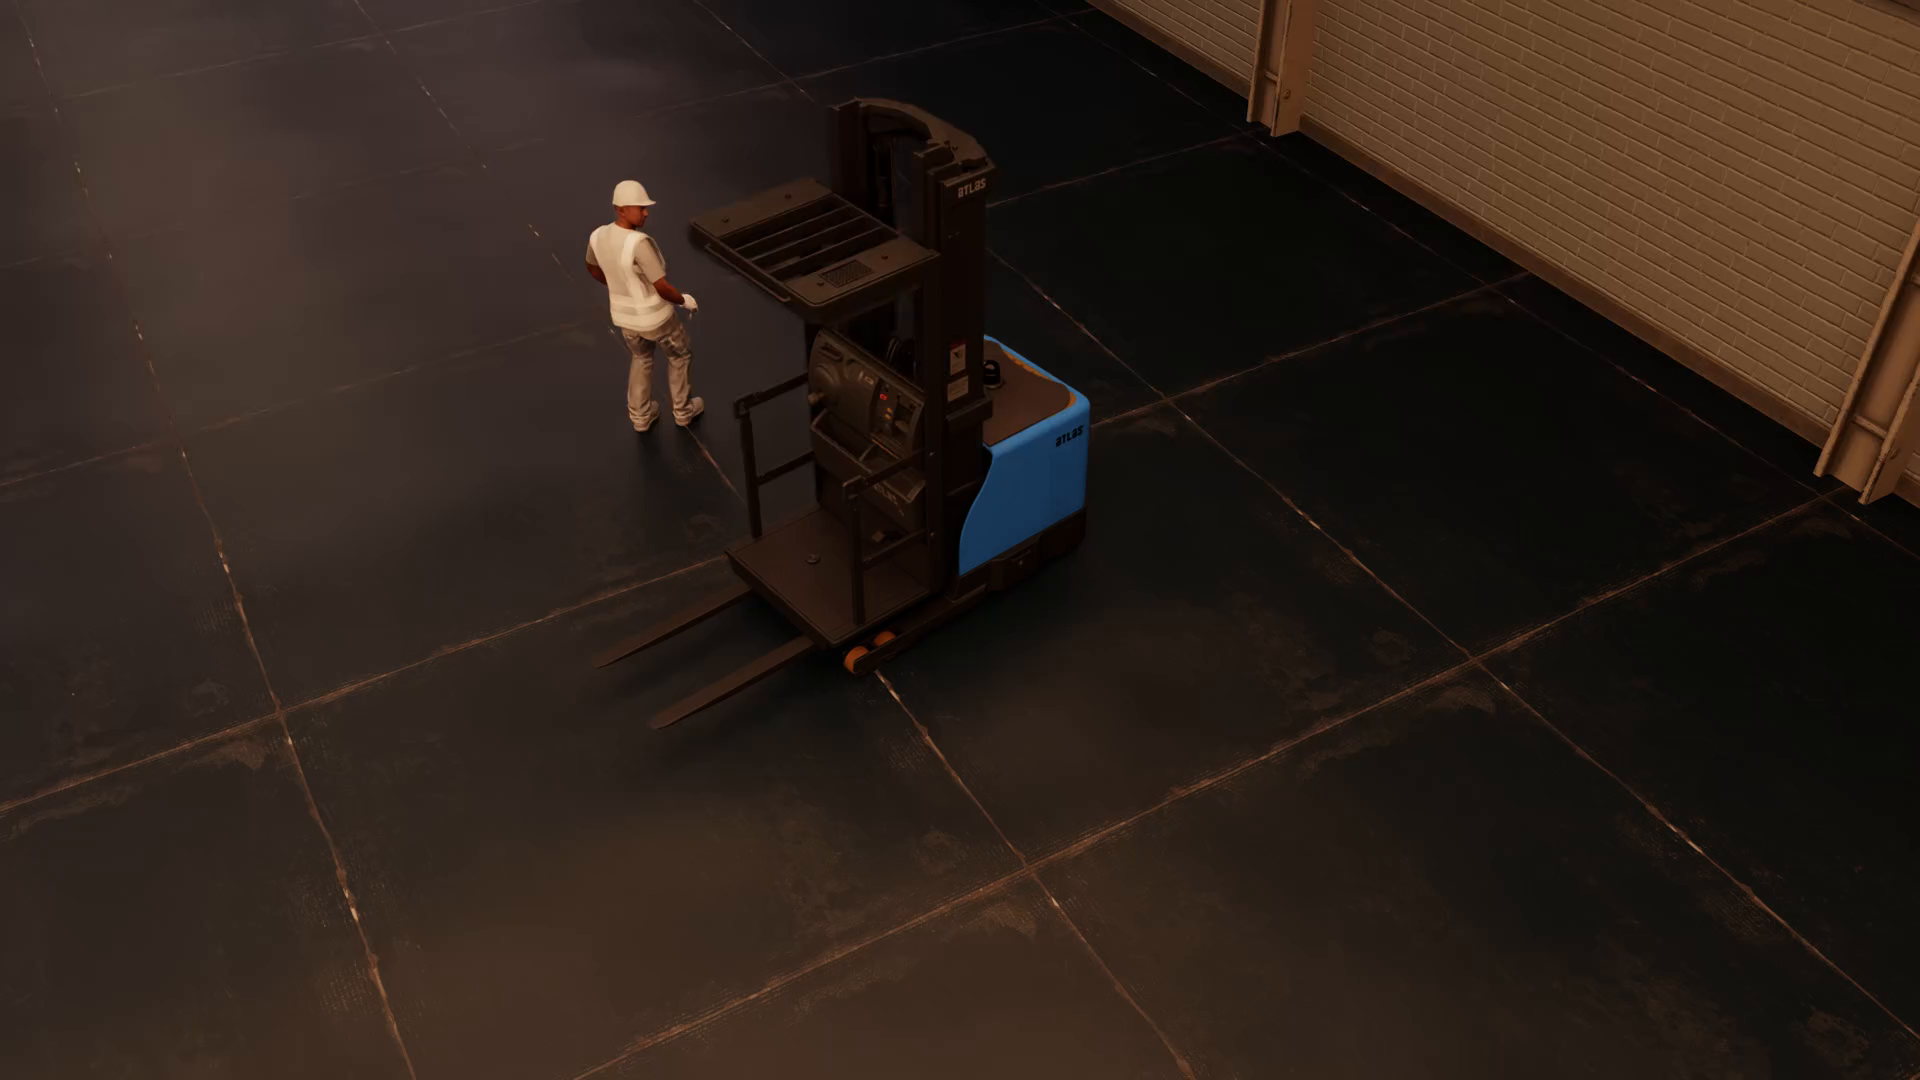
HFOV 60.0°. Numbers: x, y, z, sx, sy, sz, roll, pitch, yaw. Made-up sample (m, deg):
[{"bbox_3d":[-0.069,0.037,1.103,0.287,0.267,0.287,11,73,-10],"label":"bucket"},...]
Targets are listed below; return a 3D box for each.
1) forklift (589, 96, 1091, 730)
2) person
[{"bbox_3d":[-0.676,-0.743,8.932,3.031,2.935,1.130,-28,47,-30],"label":"forklift"},{"bbox_3d":[-2.039,-1.517,10.797,0.763,1.746,0.515,20,44,22],"label":"person"}]
